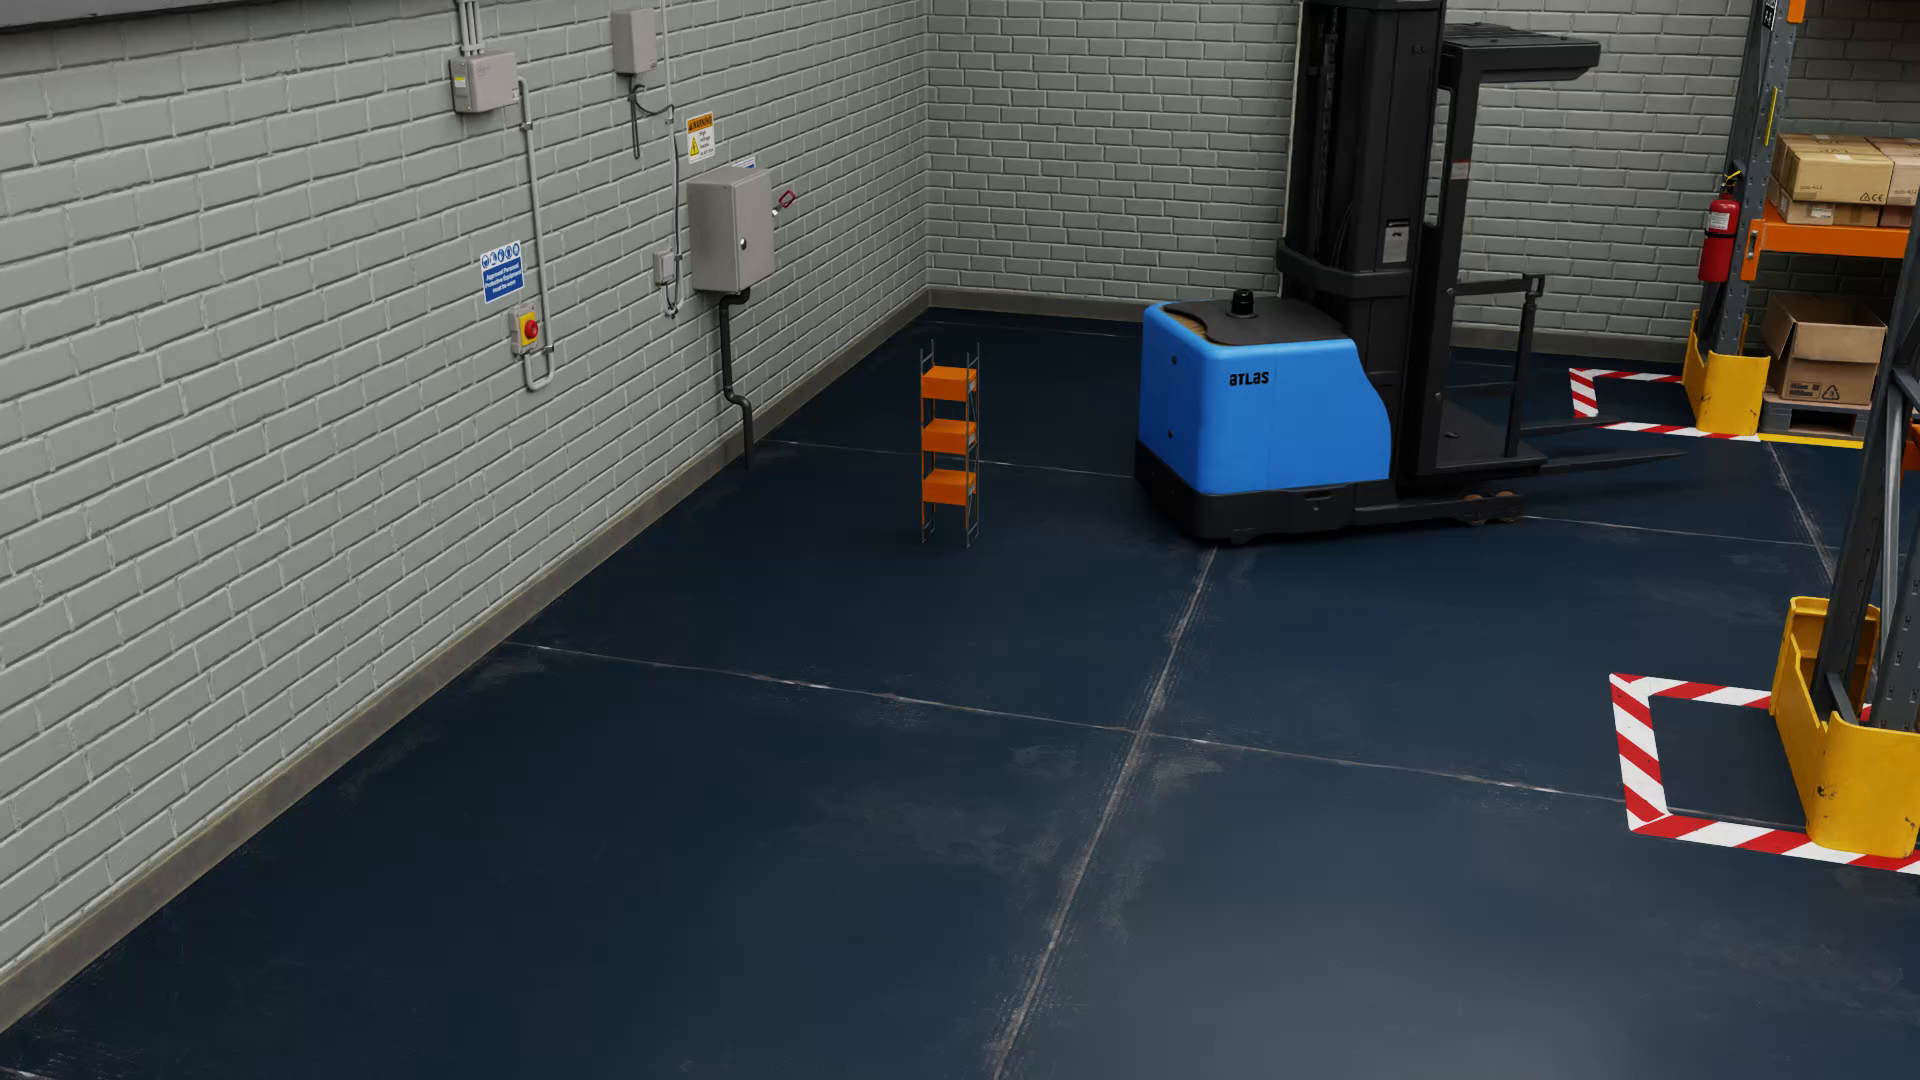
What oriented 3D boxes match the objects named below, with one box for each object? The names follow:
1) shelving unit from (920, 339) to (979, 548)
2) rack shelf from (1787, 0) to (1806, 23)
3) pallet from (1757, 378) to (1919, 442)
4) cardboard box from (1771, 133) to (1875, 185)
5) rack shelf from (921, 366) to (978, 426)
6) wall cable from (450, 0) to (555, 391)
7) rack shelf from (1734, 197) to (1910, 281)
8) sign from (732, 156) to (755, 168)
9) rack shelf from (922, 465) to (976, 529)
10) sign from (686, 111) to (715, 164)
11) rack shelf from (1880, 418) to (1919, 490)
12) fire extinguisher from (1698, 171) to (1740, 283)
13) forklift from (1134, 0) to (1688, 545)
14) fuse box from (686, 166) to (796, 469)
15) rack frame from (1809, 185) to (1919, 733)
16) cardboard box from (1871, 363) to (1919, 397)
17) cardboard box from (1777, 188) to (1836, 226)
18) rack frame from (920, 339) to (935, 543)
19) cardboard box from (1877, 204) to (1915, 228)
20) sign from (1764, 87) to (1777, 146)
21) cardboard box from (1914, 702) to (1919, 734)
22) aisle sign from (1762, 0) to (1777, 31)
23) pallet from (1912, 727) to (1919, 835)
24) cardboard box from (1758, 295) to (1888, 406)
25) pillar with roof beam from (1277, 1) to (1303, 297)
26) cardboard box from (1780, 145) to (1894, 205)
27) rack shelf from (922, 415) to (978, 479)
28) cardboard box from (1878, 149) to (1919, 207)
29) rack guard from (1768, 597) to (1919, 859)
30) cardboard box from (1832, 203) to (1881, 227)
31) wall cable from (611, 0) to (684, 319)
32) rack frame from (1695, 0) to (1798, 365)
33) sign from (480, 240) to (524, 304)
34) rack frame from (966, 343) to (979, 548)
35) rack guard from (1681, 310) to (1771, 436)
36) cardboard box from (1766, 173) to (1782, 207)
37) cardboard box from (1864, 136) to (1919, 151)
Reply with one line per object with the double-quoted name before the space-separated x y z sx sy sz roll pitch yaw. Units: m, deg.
"shelving unit" -0.051 -0.492 8.585 0.252 1.050 0.215 7 23 16
"rack shelf" 6.800 -3.103 9.378 4.000 0.370 1.077 7 23 16
"pallet" 5.721 -0.882 10.642 1.213 0.211 1.003 7 23 16
"cardboard box" 5.402 -2.382 10.429 0.500 0.250 0.500 7 23 17
"rack shelf" -0.051 -0.744 8.481 0.240 0.259 0.215 7 23 16
"wall cable" -1.950 -1.558 7.235 0.123 1.953 0.585 7 23 16
"rack shelf" 6.800 -1.715 9.947 4.000 0.370 1.077 7 23 16
"sign" -1.260 -1.979 9.766 0.001 0.494 0.329 7 23 16
"rack shelf" -0.051 -0.225 8.695 0.240 0.259 0.215 7 23 16
"sign" -1.418 -2.205 9.105 0.001 0.242 0.339 7 23 16
"rack shelf" 5.369 0.088 5.550 4.000 0.370 1.077 7 23 16
"fire extinguisher" 4.611 -1.907 10.061 0.183 0.674 0.296 7 23 16
"forklift" 2.562 -1.621 8.859 3.031 2.935 1.130 -6 23 -13
"fuse box" -1.204 -1.224 9.500 0.414 1.711 0.539 7 23 16
"rack frame" 3.455 -0.464 5.948 0.127 3.000 1.000 7 23 16
"cardboard box" 5.839 -0.981 10.411 0.250 0.149 0.380 6 23 13
"cardboard box" 5.120 -2.016 10.062 0.250 0.149 0.380 6 23 15
"rack frame" -0.168 -0.505 8.618 0.008 1.050 0.200 7 23 16
"cardboard box" 5.639 -1.988 9.996 0.250 0.149 0.380 6 23 15
"sign" 4.728 -2.471 9.700 0.005 0.325 0.100 7 23 16
"cardboard box" 4.115 0.564 6.266 0.875 0.438 0.875 6 23 14
"aisle sign" 4.735 -3.371 9.610 0.004 0.787 0.394 7 23 16
"pallet" 4.243 0.886 6.333 1.213 0.211 1.003 7 23 16
"cardboard box" 5.443 -1.205 10.492 0.637 0.503 0.797 6 23 13
"pillar with roof beam" 1.320 -4.102 6.913 0.400 9.000 9.100 7 23 16
"cardboard box" 5.241 -2.188 9.957 0.500 0.250 0.500 7 23 16
"rack shelf" -0.051 -0.482 8.589 0.240 0.259 0.215 7 23 16
"cardboard box" 5.724 -2.133 9.823 0.500 0.250 0.500 7 23 16
"rack guard" 3.432 0.690 6.429 0.348 0.500 1.175 7 23 16
"cardboard box" 5.377 -2.004 10.035 0.250 0.149 0.380 7 23 17
"wall cable" -1.552 -2.060 8.500 0.122 1.984 0.588 7 23 16
"rack frame" 4.885 -2.267 10.345 0.127 3.000 1.000 7 23 16
"sign" -2.023 -1.187 7.356 0.001 0.218 0.327 7 23 16
"rack frame" 0.066 -0.478 8.552 0.008 1.050 0.200 7 23 16
"rack guard" 4.958 -1.103 10.799 0.348 0.500 1.175 7 23 16
"cardboard box" 5.280 -2.212 10.542 0.250 0.149 0.380 6 23 15
"cardboard box" 5.895 -2.325 10.291 0.500 0.250 0.500 7 23 16
